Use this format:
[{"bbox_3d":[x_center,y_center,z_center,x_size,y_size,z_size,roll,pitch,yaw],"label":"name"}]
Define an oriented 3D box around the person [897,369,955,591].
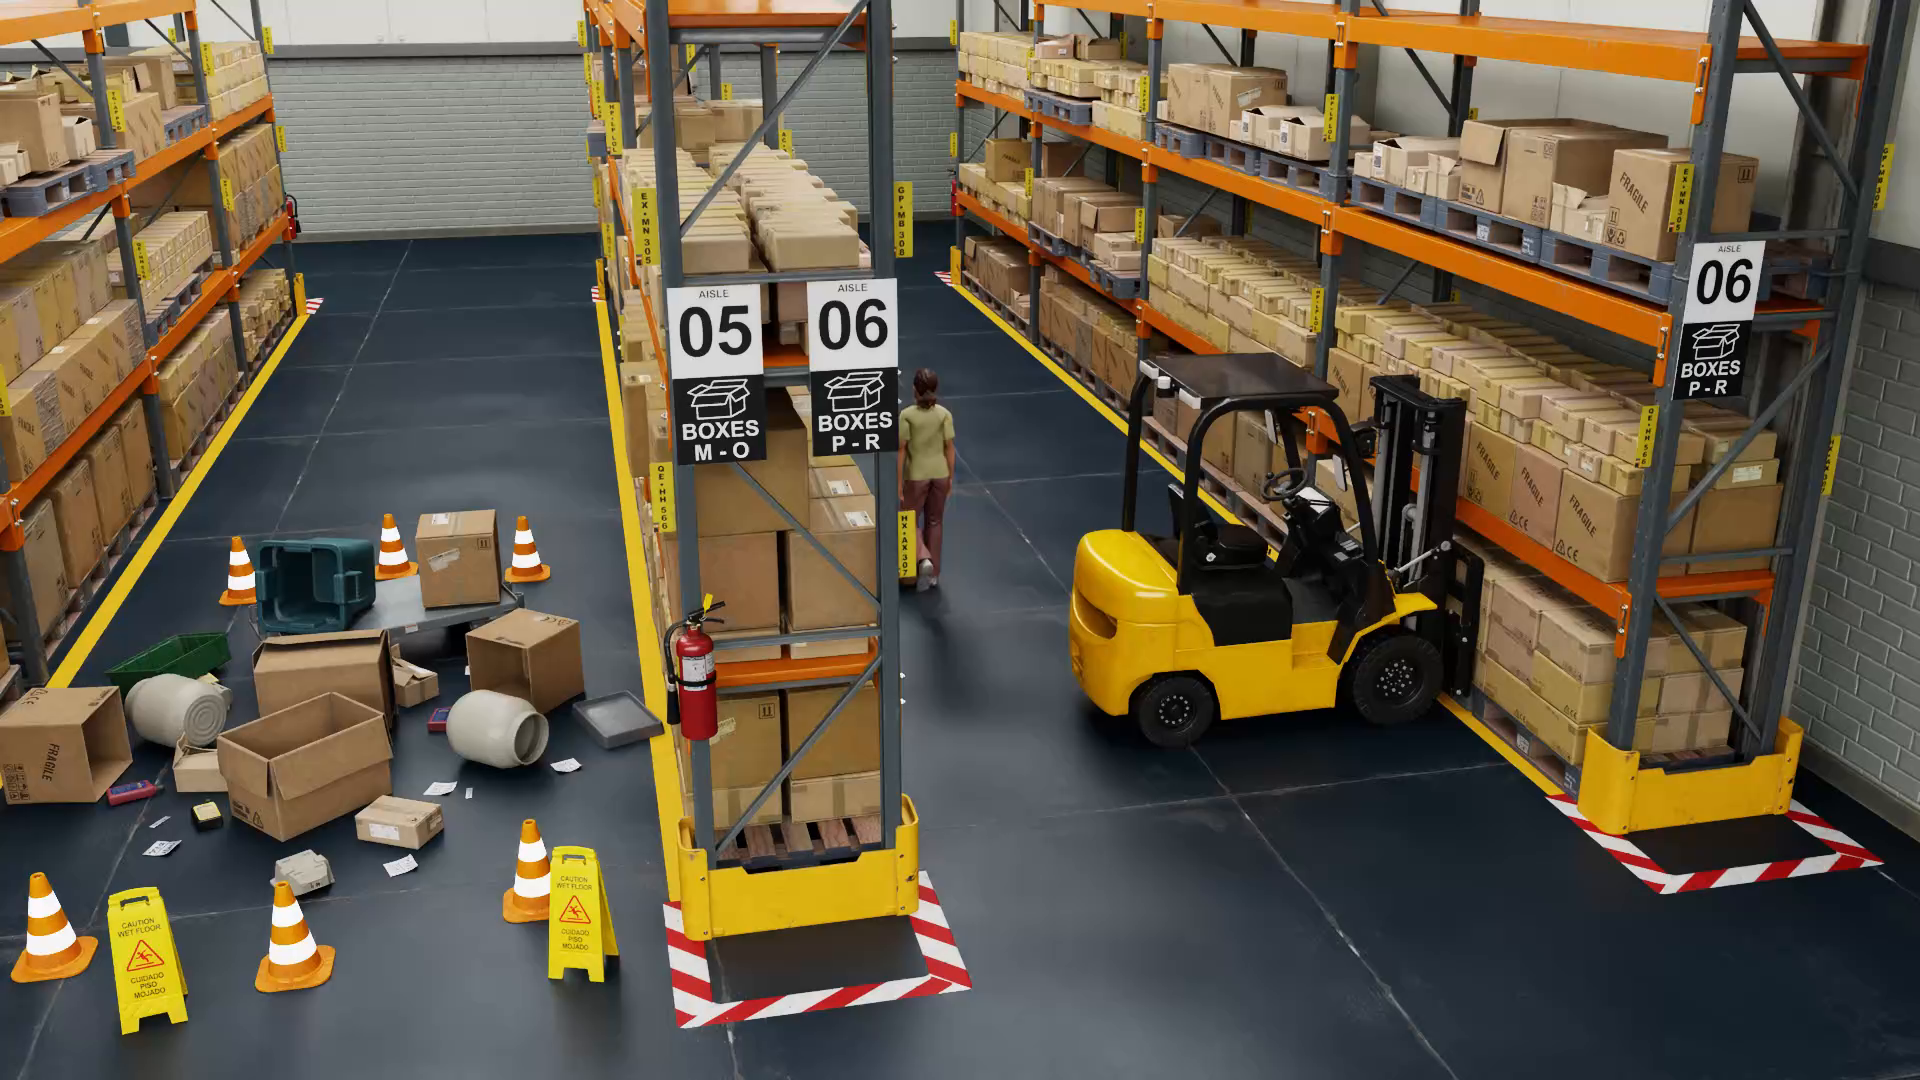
[{"bbox_3d":[-0.249,-0.417,12.199,0.457,1.654,0.679,-4,20,-12],"label":"person"}]
